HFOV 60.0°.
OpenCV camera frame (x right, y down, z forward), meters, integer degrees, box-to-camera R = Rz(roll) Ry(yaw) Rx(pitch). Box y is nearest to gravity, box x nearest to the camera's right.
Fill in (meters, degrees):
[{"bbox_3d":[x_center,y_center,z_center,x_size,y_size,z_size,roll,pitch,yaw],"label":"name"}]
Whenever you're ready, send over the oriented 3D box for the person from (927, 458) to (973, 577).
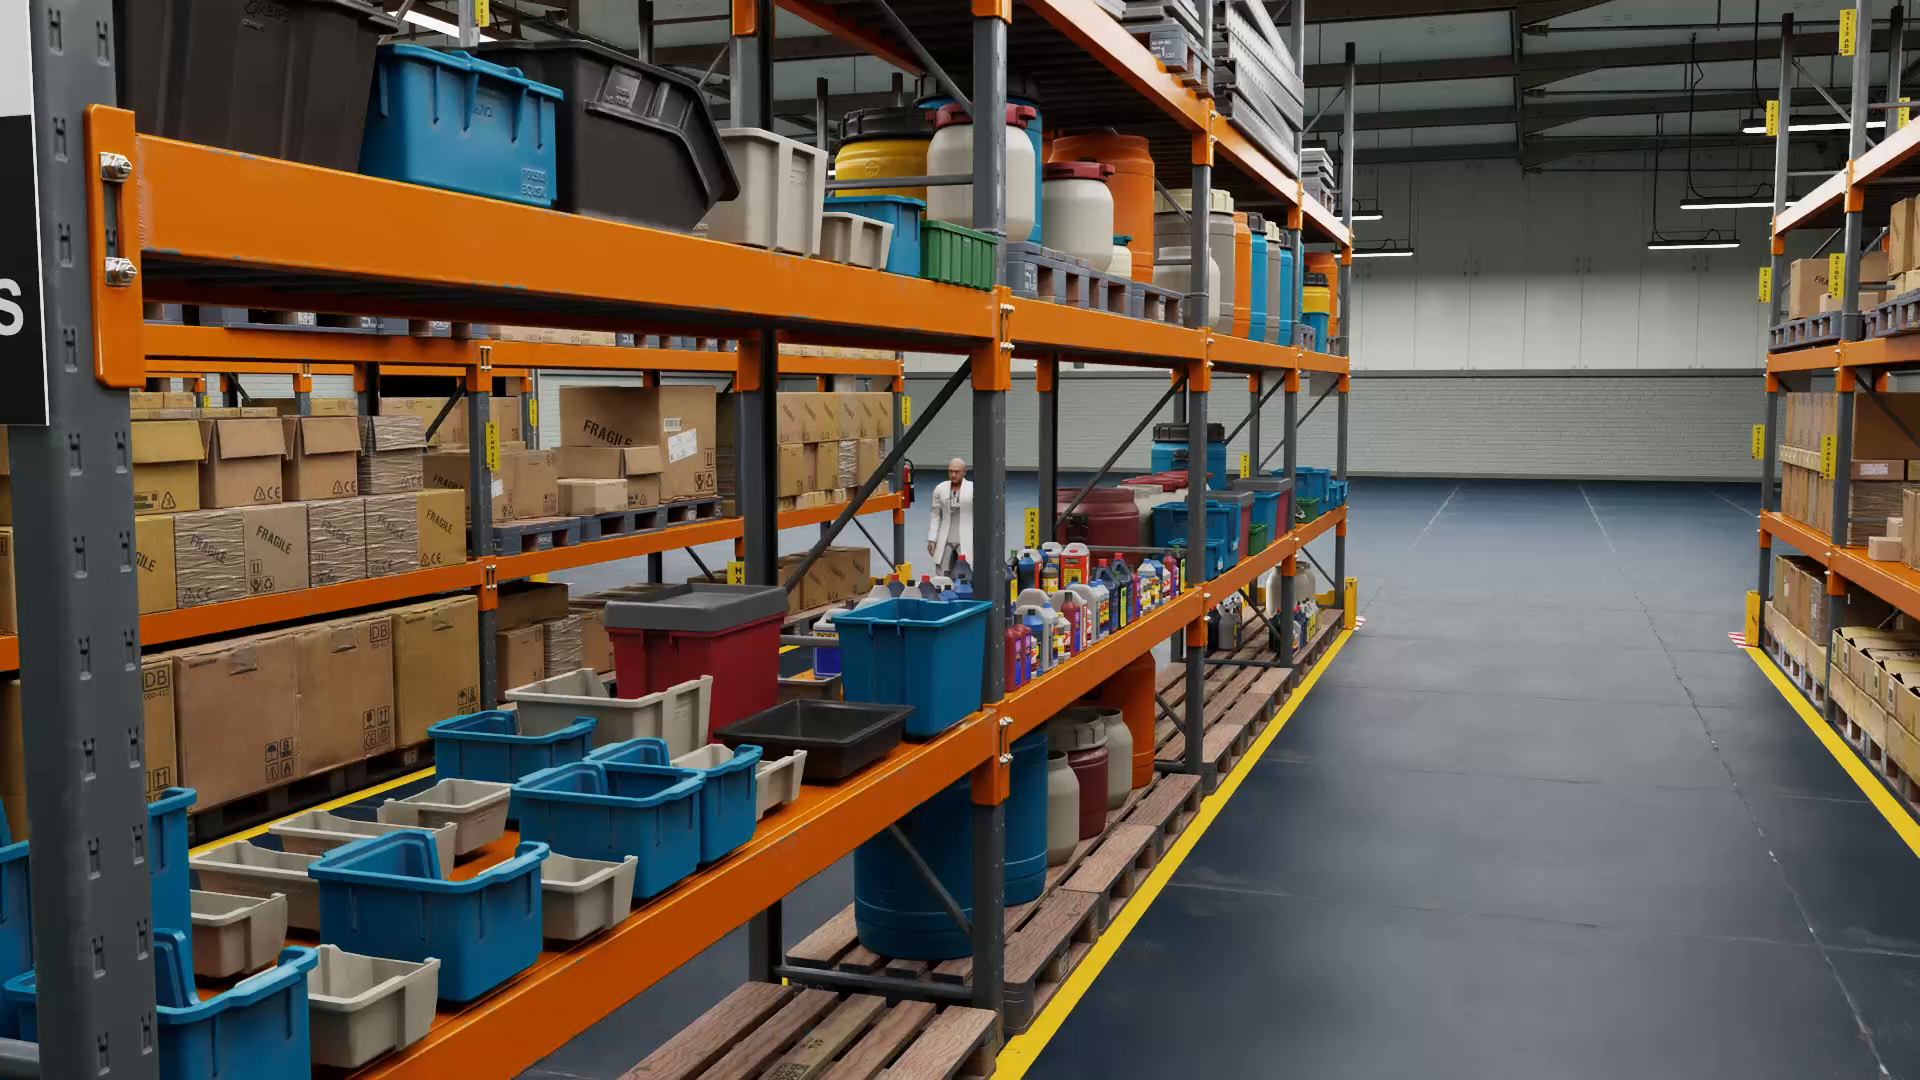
[{"bbox_3d":[-0.036,0.040,17.209,0.644,1.774,0.424,2,5,19],"label":"person"}]
